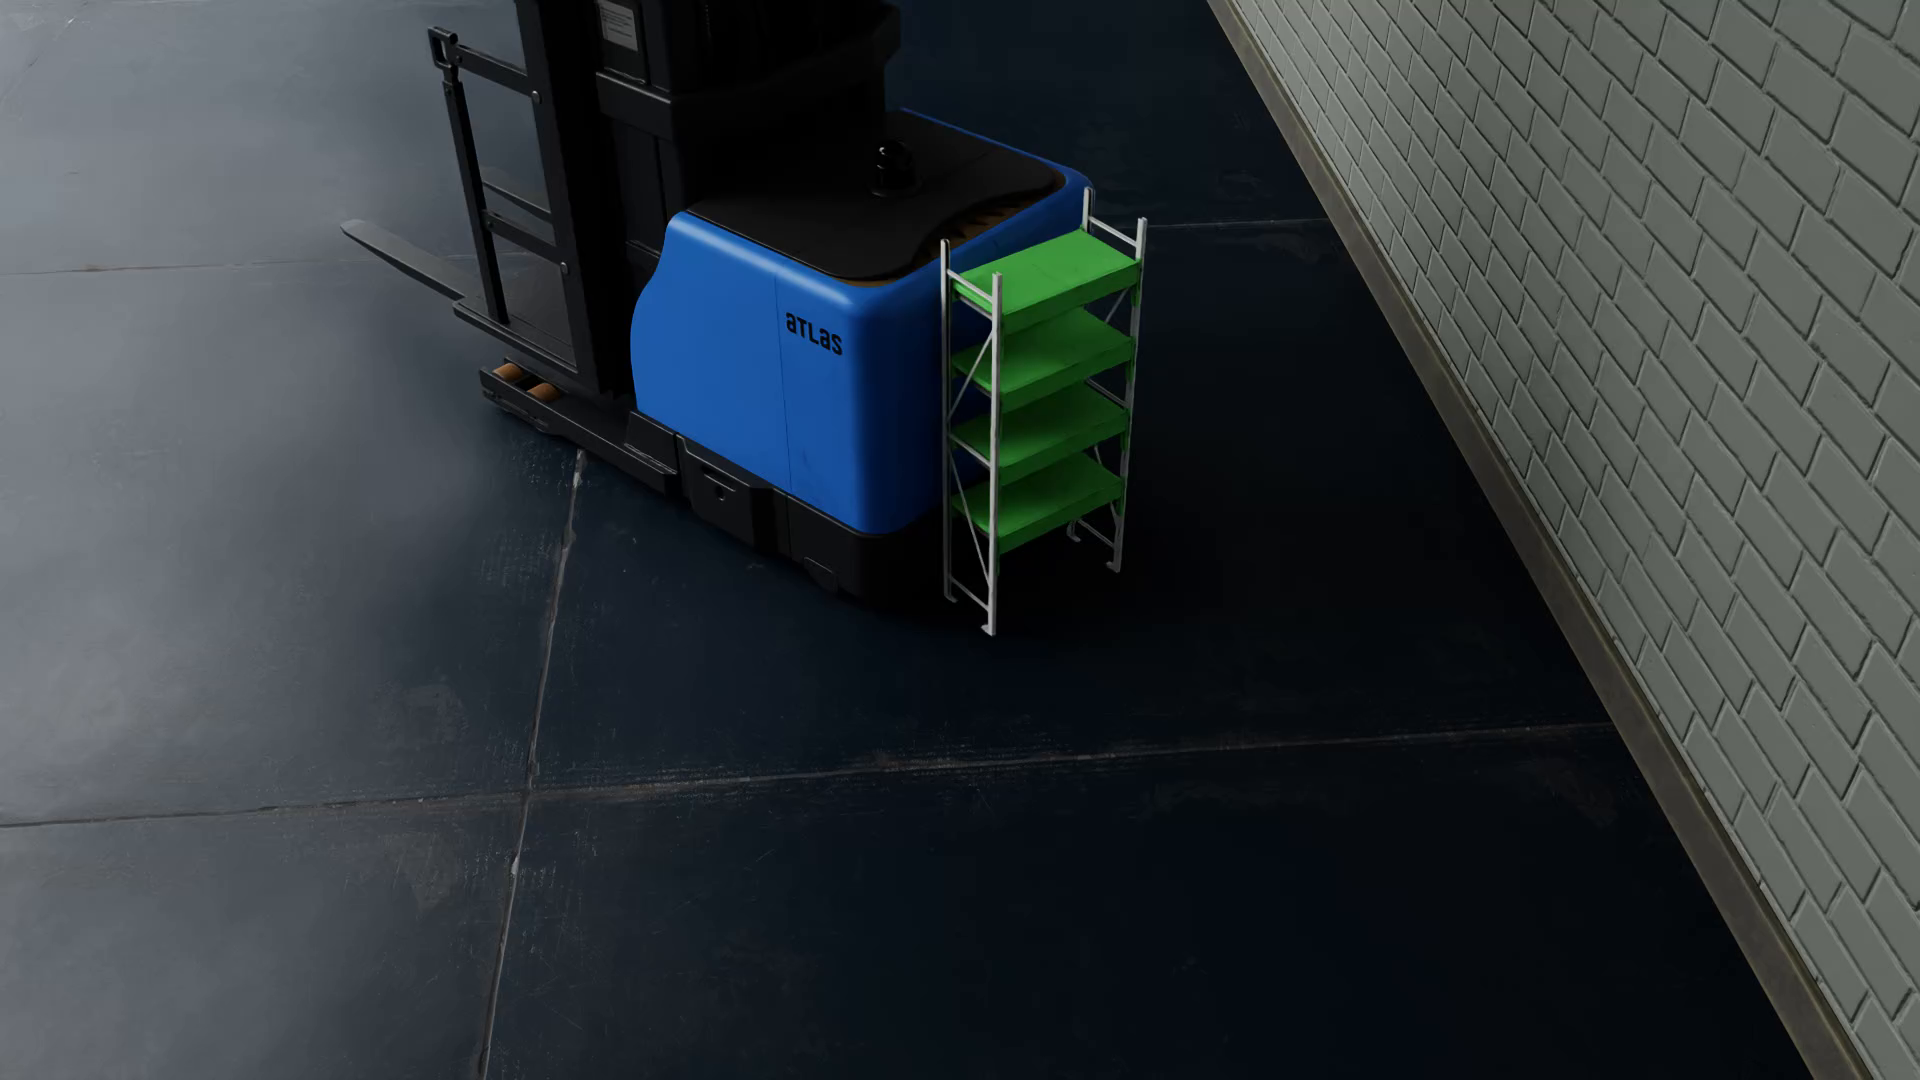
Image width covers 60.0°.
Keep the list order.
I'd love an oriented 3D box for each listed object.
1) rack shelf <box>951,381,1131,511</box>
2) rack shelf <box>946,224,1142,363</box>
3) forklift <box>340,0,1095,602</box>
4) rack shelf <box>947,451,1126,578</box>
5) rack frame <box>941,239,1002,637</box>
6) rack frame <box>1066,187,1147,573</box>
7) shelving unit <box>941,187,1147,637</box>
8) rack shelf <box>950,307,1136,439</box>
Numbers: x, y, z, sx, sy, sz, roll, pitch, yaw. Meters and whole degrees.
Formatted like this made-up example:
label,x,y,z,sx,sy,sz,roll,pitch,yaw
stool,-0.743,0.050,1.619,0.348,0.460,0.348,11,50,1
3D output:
label,x,y,z,sx,sy,sz,roll,pitch,yaw
rack shelf,0.222,-0.289,4.751,0.480,0.148,0.258,-25,45,-28
rack shelf,0.222,-0.666,4.453,0.480,0.148,0.258,-25,45,-28
forklift,-1.034,-1.741,5.090,3.031,2.935,1.130,28,46,31
rack shelf,0.222,-0.100,4.899,0.480,0.148,0.258,-25,45,-28
rack frame,0.028,-0.248,4.595,0.015,1.200,0.240,-25,45,-28
rack frame,0.416,-0.431,4.827,0.015,1.200,0.240,-25,45,-28
shelving unit,0.222,-0.339,4.711,0.503,1.200,0.258,-25,45,-28
rack shelf,0.222,-0.477,4.602,0.480,0.148,0.258,-25,45,-28
